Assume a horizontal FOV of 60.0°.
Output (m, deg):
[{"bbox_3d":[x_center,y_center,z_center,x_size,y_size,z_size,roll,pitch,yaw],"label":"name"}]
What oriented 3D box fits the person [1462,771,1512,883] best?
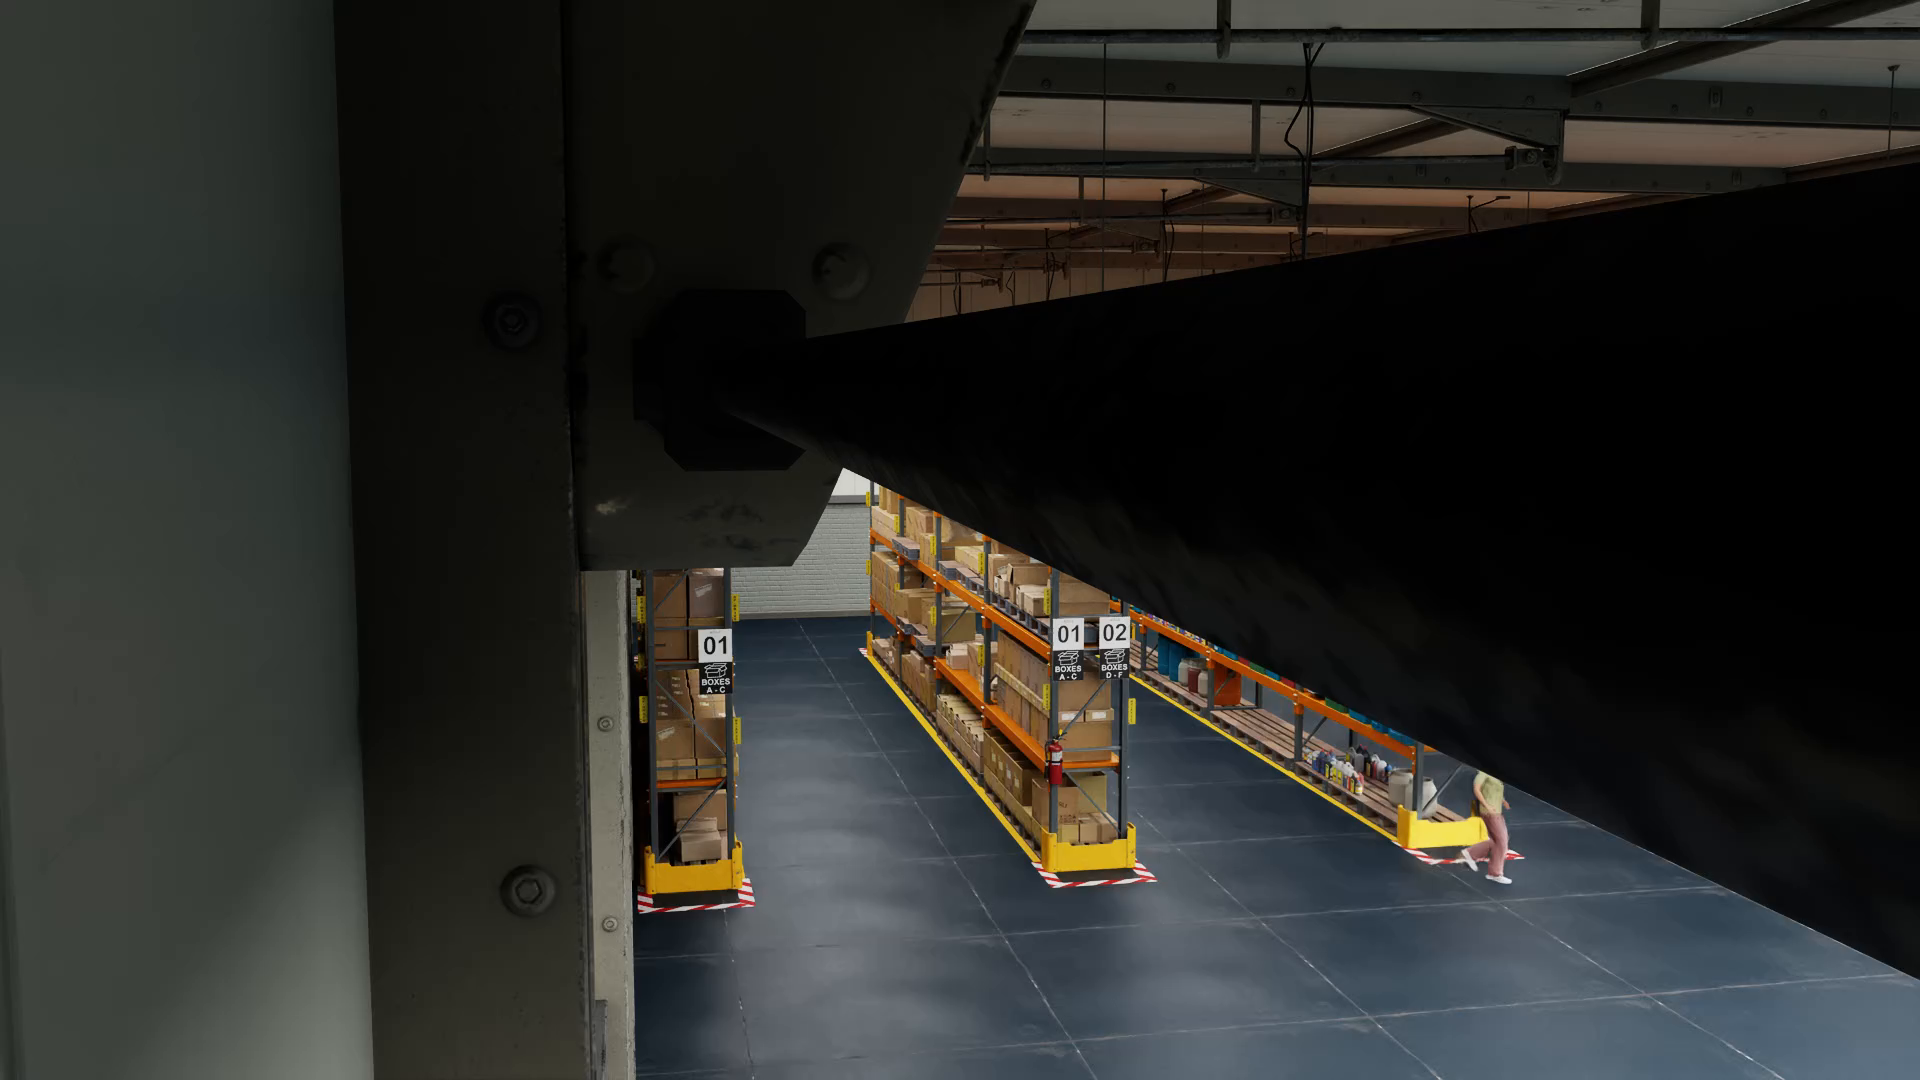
[{"bbox_3d":[6.559,3.386,20.593,0.621,1.650,0.634,3,7,29],"label":"person"}]
